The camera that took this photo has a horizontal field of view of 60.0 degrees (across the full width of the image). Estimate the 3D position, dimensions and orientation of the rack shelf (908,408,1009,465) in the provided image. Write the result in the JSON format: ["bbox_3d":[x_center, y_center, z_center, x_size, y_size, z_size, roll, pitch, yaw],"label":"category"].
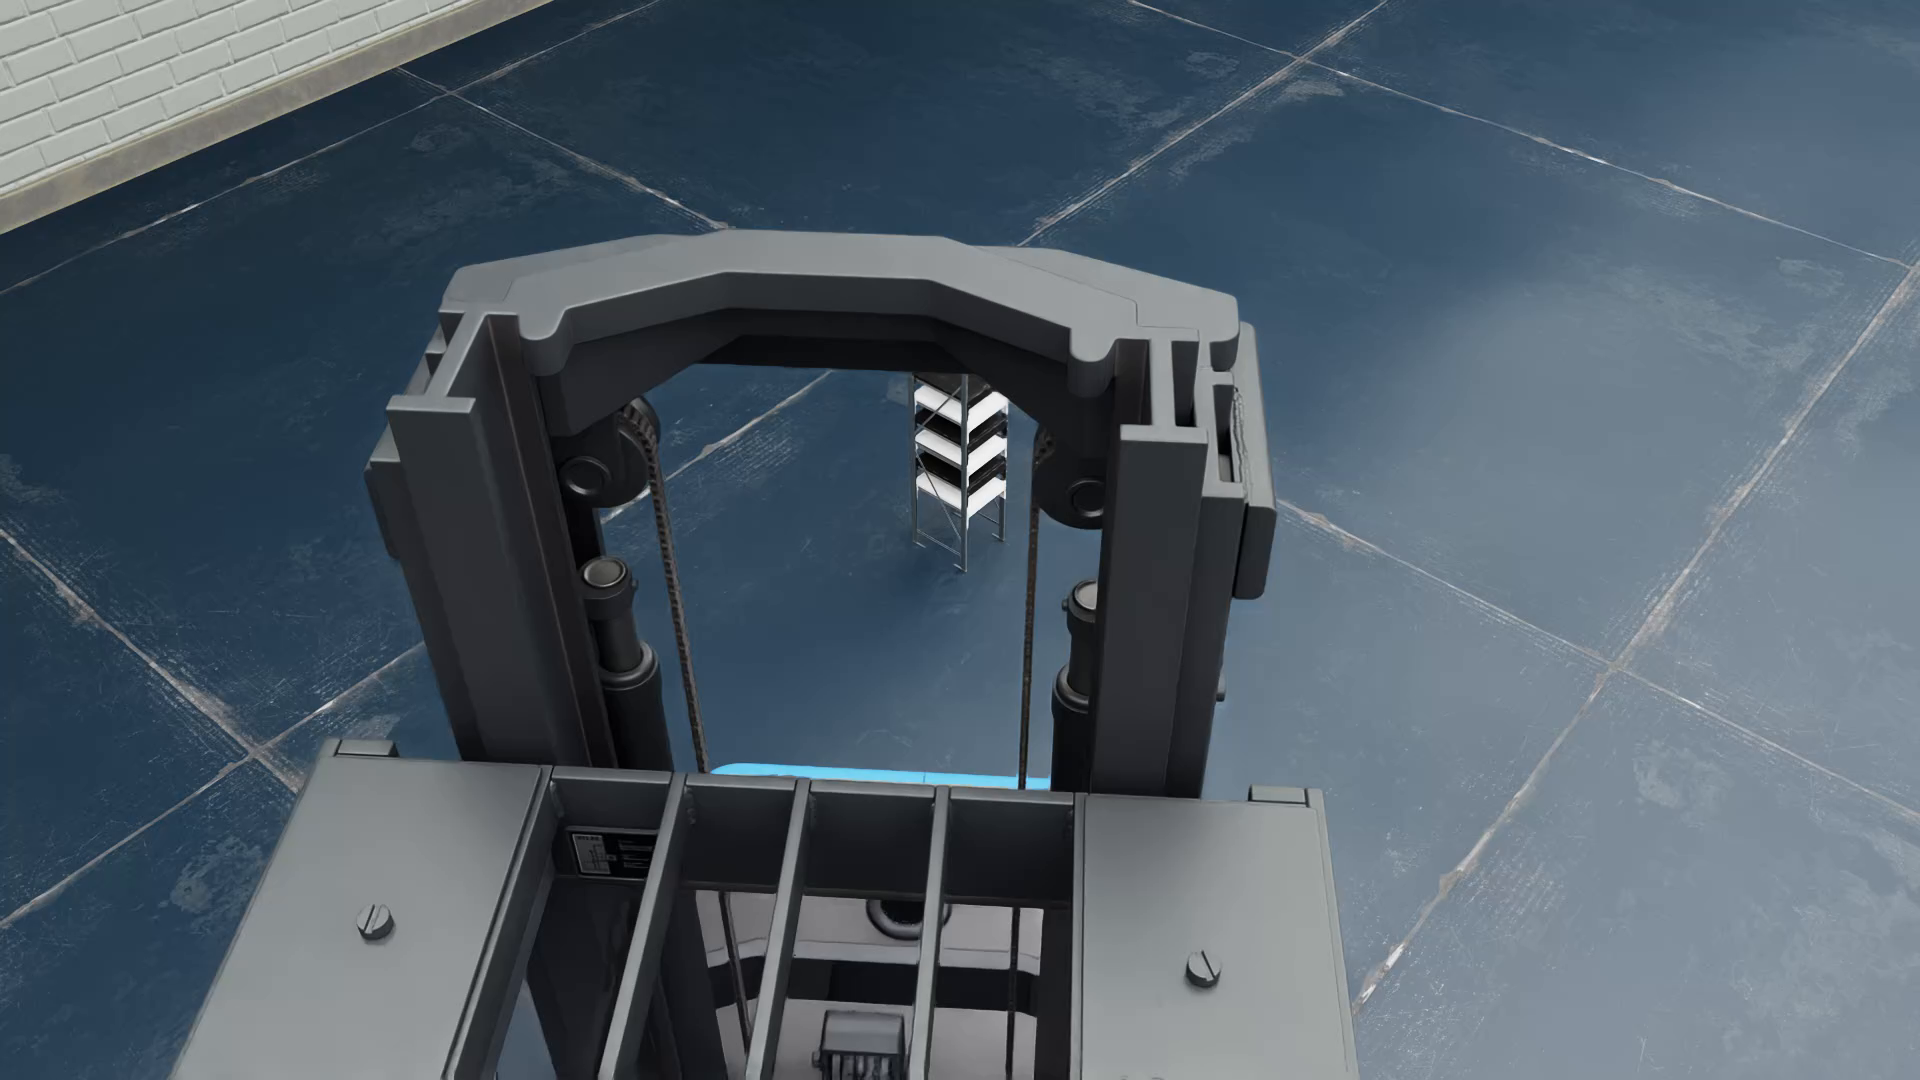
[{"bbox_3d":[-0.005,-0.371,5.405,0.258,0.077,0.200,29,50,28],"label":"rack shelf"}]

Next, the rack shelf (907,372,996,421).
[{"bbox_3d":[-0.005,-0.504,5.283,0.258,0.077,0.200,29,50,28],"label":"rack shelf"}]

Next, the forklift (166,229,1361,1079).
[{"bbox_3d":[-0.174,1.204,2.248,1.130,2.935,3.031,3,42,3],"label":"forklift"}]

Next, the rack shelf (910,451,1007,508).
[{"bbox_3d":[-0.005,-0.238,5.526,0.258,0.077,0.200,29,50,28],"label":"rack shelf"}]

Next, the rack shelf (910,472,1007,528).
[{"bbox_3d":[-0.005,-0.171,5.586,0.258,0.077,0.200,29,50,28],"label":"rack shelf"}]

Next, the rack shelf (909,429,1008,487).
[{"bbox_3d":[-0.005,-0.304,5.465,0.258,0.077,0.200,29,50,28],"label":"rack shelf"}]

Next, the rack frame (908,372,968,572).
[{"bbox_3d":[-0.071,-0.276,5.385,0.240,0.900,0.006,29,50,28],"label":"rack frame"}]

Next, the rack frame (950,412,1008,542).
[{"bbox_3d":[0.060,-0.381,5.500,0.240,0.900,0.006,29,50,28],"label":"rack frame"}]

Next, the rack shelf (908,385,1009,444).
[{"bbox_3d":[-0.005,-0.437,5.344,0.258,0.077,0.200,29,50,28],"label":"rack shelf"}]

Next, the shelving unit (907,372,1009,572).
[{"bbox_3d":[-0.005,-0.329,5.443,0.258,0.900,0.210,29,50,28],"label":"shelving unit"}]
